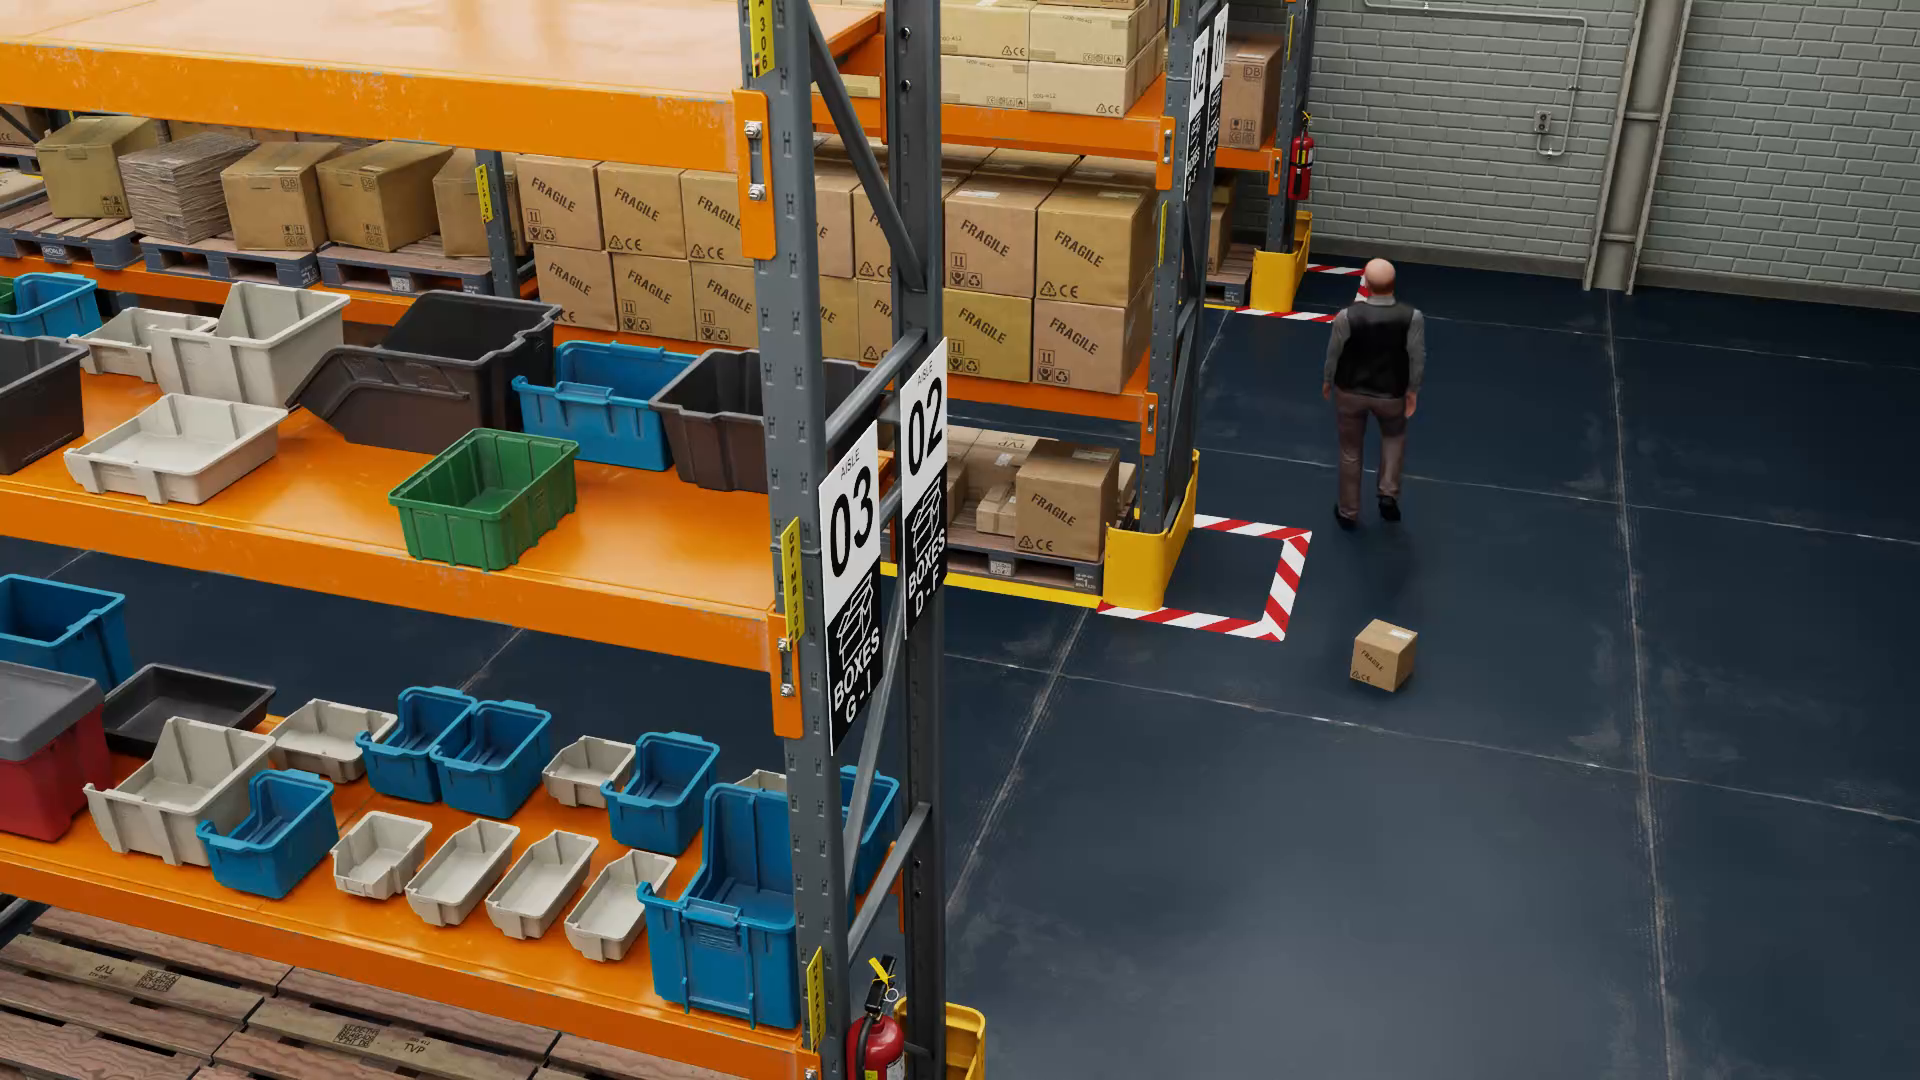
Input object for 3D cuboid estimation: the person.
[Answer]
[{"bbox_3d":[2.505,-0.904,10.144,0.575,1.721,0.445,4,29,7],"label":"person"}]
